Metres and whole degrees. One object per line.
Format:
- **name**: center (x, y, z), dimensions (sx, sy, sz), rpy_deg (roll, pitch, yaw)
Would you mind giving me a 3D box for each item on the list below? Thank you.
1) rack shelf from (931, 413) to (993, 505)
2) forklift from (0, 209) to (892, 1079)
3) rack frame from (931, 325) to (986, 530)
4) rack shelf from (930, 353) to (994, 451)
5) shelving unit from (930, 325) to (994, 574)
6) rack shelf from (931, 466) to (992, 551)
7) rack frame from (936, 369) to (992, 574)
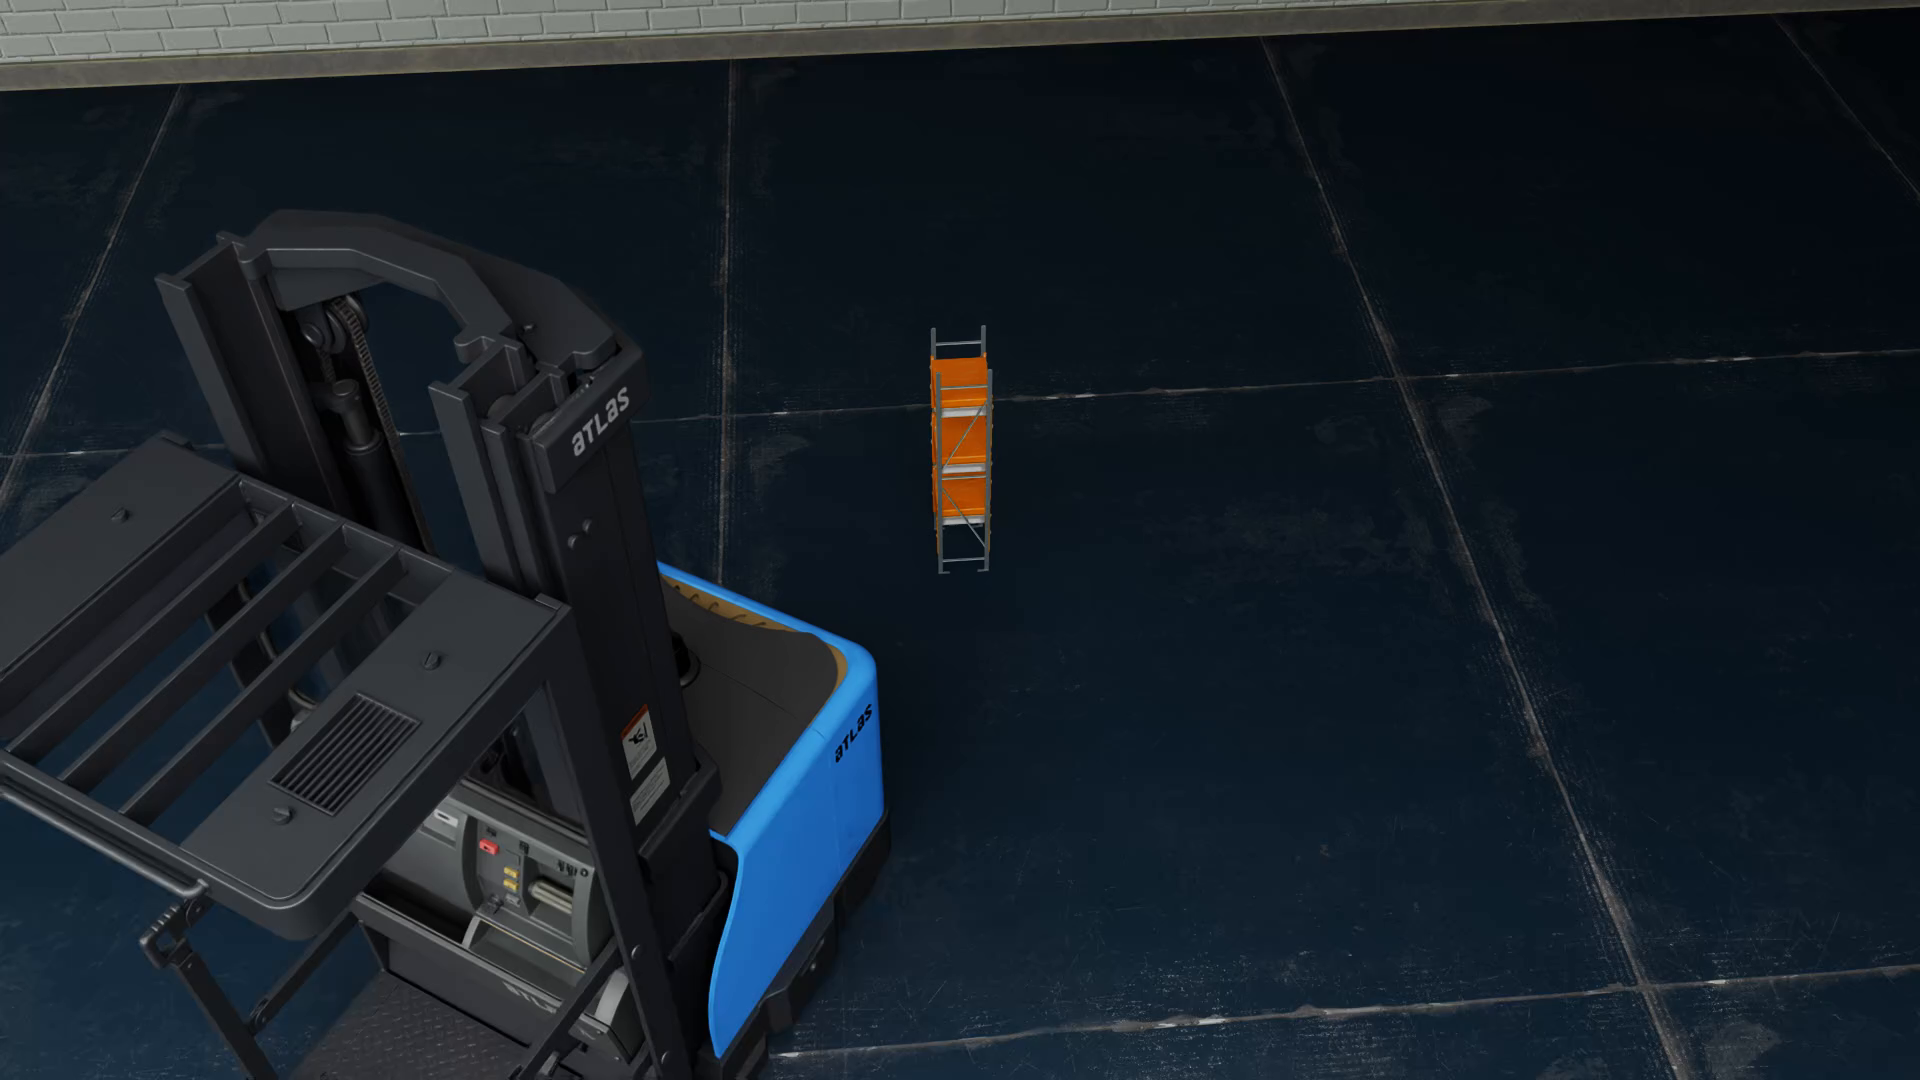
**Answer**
- **rack shelf**: center (0.004, -0.315, 6.340), dimensions (0.215, 0.259, 0.240), rpy_deg (-3, 47, -3)
- **forklift**: center (-1.369, 0.846, 3.930), dimensions (1.130, 2.935, 3.031), rpy_deg (21, 50, 19)
- **rack frame**: center (-0.006, -0.411, 6.416), dimensions (0.200, 1.050, 0.008), rpy_deg (-3, 47, -3)
- **rack shelf**: center (0.004, -0.510, 6.134), dimensions (0.215, 0.259, 0.240), rpy_deg (-3, 47, -3)
- **shelving unit**: center (0.004, -0.322, 6.332), dimensions (0.215, 1.050, 0.252), rpy_deg (-3, 47, -3)
- **rack shelf**: center (0.004, -0.124, 6.542), dimensions (0.215, 0.259, 0.240), rpy_deg (-3, 47, -3)
- **rack frame**: center (0.015, -0.234, 6.249), dimensions (0.200, 1.050, 0.008), rpy_deg (-3, 47, -3)
